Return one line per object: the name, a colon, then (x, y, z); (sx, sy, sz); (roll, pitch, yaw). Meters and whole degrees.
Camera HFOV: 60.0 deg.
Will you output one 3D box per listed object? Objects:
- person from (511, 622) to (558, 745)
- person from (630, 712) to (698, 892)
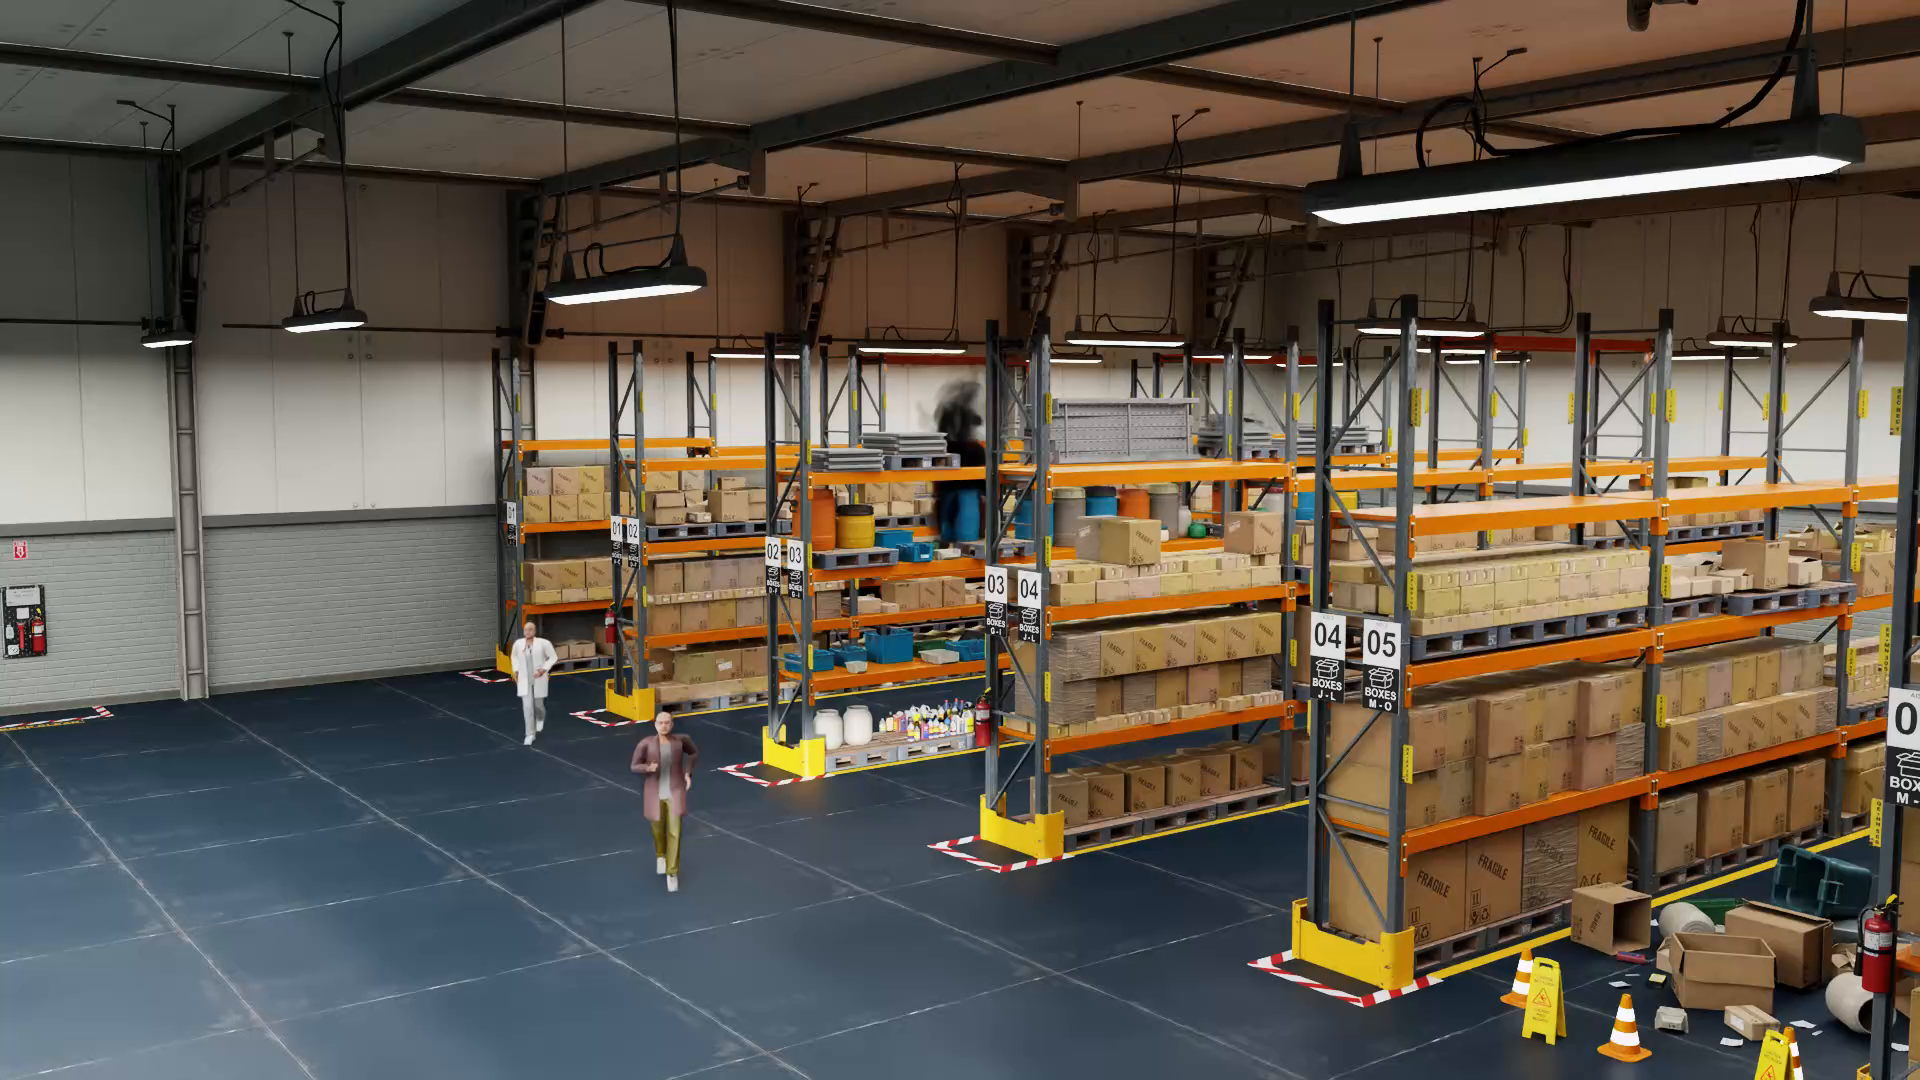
person: (-6.336, 2.097, 24.742); (0.707, 1.778, 0.931); (0, 5, -2)
person: (-3.113, 2.704, 17.534); (0.698, 1.791, 0.968); (-1, 5, -8)
